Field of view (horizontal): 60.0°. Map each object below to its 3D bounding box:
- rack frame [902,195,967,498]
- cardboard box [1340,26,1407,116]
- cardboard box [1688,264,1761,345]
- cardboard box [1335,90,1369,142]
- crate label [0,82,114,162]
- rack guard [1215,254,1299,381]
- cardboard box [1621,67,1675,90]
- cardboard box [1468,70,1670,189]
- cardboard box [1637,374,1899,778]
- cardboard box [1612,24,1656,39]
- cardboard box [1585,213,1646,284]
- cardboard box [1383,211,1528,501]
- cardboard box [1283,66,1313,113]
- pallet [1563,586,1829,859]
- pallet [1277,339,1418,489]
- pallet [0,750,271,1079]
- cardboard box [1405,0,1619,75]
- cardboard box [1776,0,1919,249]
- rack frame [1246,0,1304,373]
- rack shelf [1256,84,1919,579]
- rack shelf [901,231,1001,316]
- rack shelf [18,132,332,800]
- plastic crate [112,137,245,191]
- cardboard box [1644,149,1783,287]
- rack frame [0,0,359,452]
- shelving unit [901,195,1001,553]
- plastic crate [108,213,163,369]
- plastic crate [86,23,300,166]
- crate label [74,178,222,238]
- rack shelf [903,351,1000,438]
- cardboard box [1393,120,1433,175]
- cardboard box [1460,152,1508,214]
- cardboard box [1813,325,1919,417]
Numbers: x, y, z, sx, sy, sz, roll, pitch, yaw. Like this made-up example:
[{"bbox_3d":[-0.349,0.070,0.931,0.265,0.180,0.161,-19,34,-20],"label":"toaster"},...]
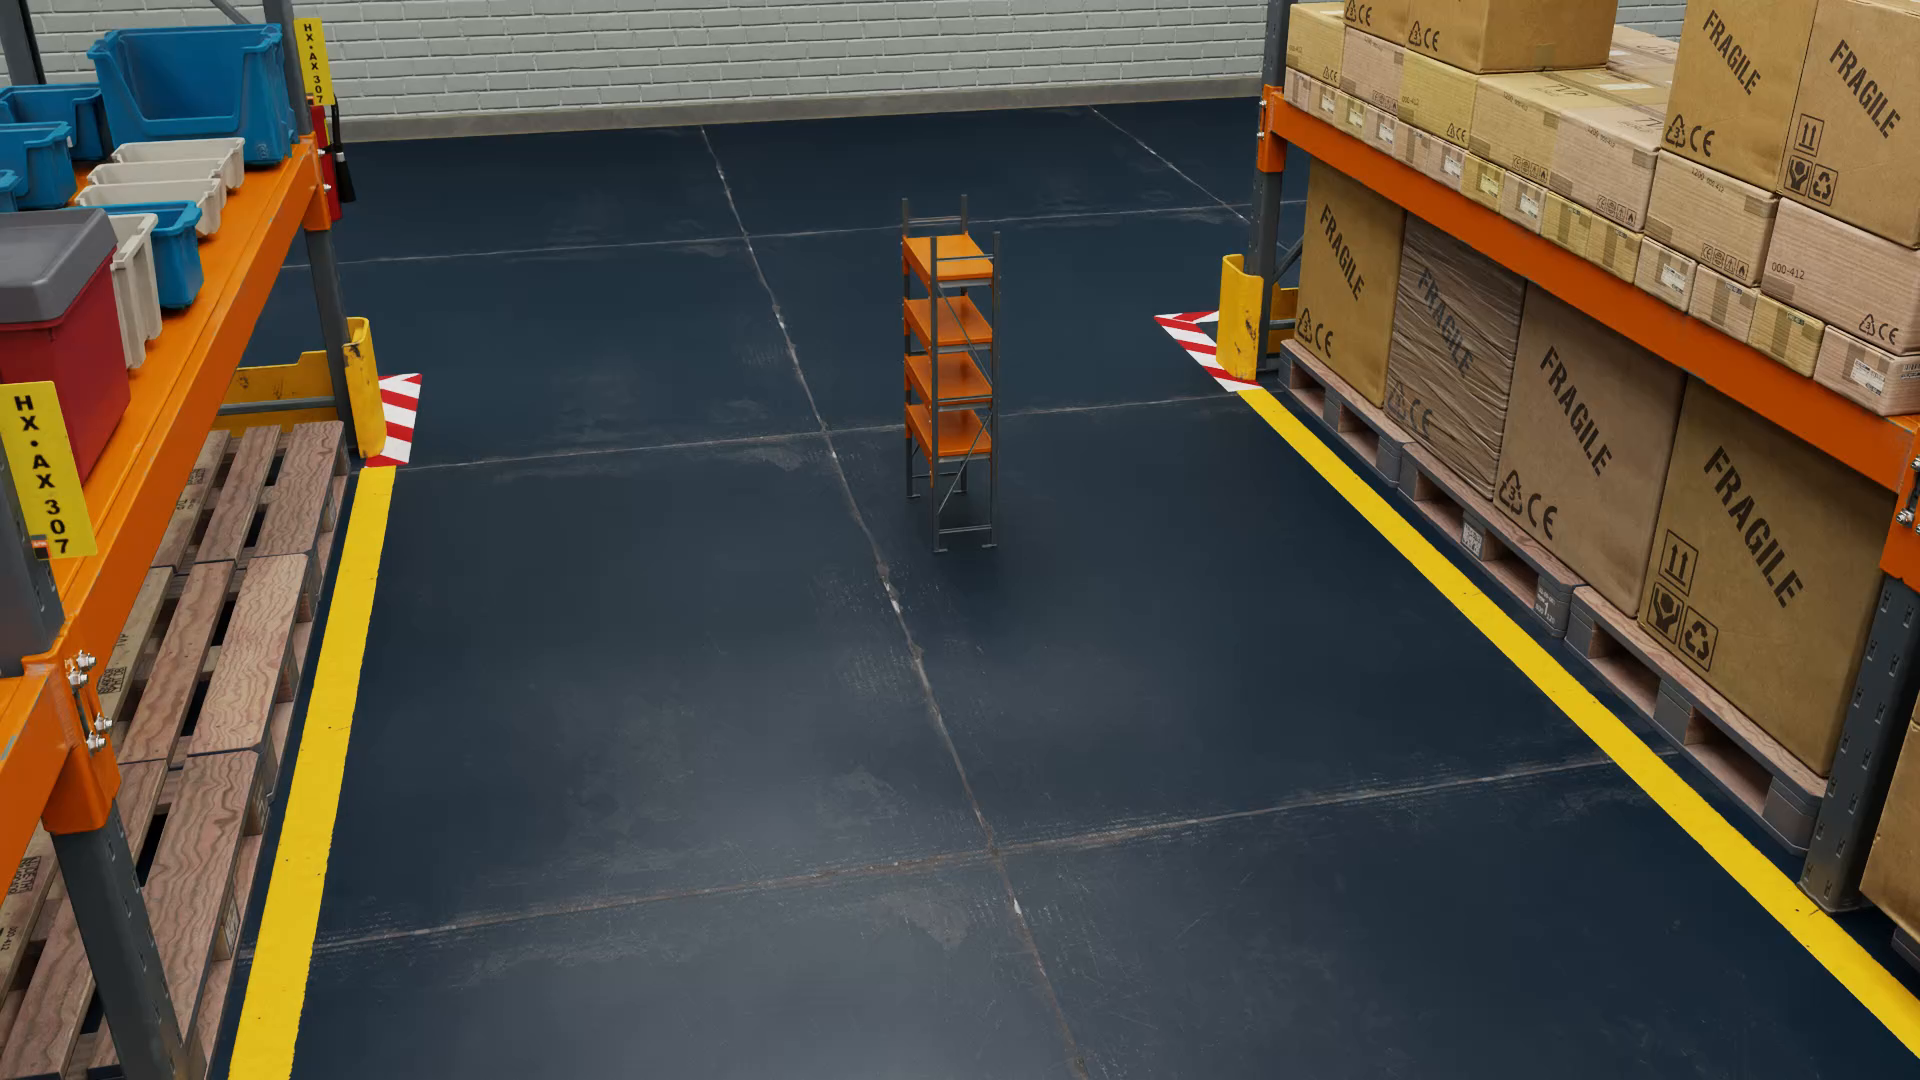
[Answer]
[{"bbox_3d":[-0.092,-0.715,6.336,0.240,1.200,0.015,-6,27,-12],"label":"rack frame"},{"bbox_3d":[1.792,-1.796,6.315,0.500,0.250,0.500,-6,27,-12],"label":"cardboard box"},{"bbox_3d":[2.221,-0.654,4.495,0.380,0.149,0.250,-6,27,-12],"label":"cardboard box"},{"bbox_3d":[1.699,-1.669,6.507,0.380,0.149,0.250,-7,28,-13],"label":"cardboard box"},{"bbox_3d":[-3.267,-1.503,6.018,0.416,0.233,0.303,-6,27,-12],"label":"crate label"},{"bbox_3d":[1.818,-1.090,7.855,1.175,0.500,0.348,-6,27,-12],"label":"rack guard"},{"bbox_3d":[2.541,-1.401,5.533,0.500,0.250,0.500,-6,27,-12],"label":"cardboard box"},{"bbox_3d":[2.024,-1.346,5.425,0.500,0.250,0.500,-6,27,-13],"label":"cardboard box"},{"bbox_3d":[2.654,0.024,4.766,0.875,0.875,0.875,-6,27,-12],"label":"cardboard box"},{"bbox_3d":[2.305,-1.853,6.428,0.500,0.250,0.500,-6,27,-12],"label":"cardboard box"},{"bbox_3d":[2.105,-0.880,4.943,0.380,0.149,0.250,-5,27,-11],"label":"cardboard box"},{"bbox_3d":[2.251,-0.762,6.323,0.875,0.875,0.875,-6,27,-12],"label":"cardboard box"},{"bbox_3d":[1.582,-1.894,6.952,0.380,0.149,0.250,-6,27,-11],"label":"cardboard box"},{"bbox_3d":[2.630,0.464,5.097,1.003,0.211,1.213,-6,27,-12],"label":"pallet"},{"bbox_3d":[2.080,-0.608,7.220,1.003,0.211,1.213,-6,27,-12],"label":"pallet"},{"bbox_3d":[-2.304,0.989,4.055,1.003,0.211,1.213,-6,27,-12],"label":"pallet"},{"bbox_3d":[1.904,-1.912,5.713,0.500,0.500,0.500,-7,28,-13],"label":"cardboard box"},{"bbox_3d":[2.361,-1.015,3.936,0.500,0.500,0.500,-5,27,-10],"label":"cardboard box"},{"bbox_3d":[1.823,-2.196,7.271,1.000,3.000,0.127,-6,27,-12],"label":"rack frame"},{"bbox_3d":[2.274,-0.996,5.694,1.077,0.370,4.000,-6,27,-12],"label":"rack shelf"},{"bbox_3d":[-0.037,-0.959,5.947,0.258,0.148,0.480,-6,27,-12],"label":"rack shelf"},{"bbox_3d":[-2.551,-0.493,4.697,1.077,0.370,4.000,-6,27,-12],"label":"rack shelf"},{"bbox_3d":[-2.642,-1.262,5.648,0.396,0.136,0.243,-6,27,-12],"label":"plastic crate"},{"bbox_3d":[2.251,-0.899,4.539,0.500,0.250,0.500,-5,27,-10],"label":"cardboard box"},{"bbox_3d":[-3.002,-1.693,6.274,1.000,3.000,0.127,-6,27,-12],"label":"rack frame"},{"bbox_3d":[-0.037,-0.608,6.124,0.258,1.200,0.503,-6,27,-12],"label":"shelving unit"},{"bbox_3d":[-2.265,-0.600,4.174,0.437,0.282,0.530,-6,27,-12],"label":"plastic crate"},{"bbox_3d":[-2.745,-1.607,5.999,0.616,0.435,0.499,-6,27,-12],"label":"plastic crate"},{"bbox_3d":[-2.504,-1.014,5.155,0.396,0.136,0.243,-6,27,-12],"label":"crate label"},{"bbox_3d":[-0.037,-0.548,6.154,0.258,0.148,0.480,-6,27,-12],"label":"rack shelf"},{"bbox_3d":[1.815,-1.443,6.059,0.380,0.149,0.250,-6,27,-13],"label":"cardboard box"},{"bbox_3d":[1.930,-1.219,5.615,0.380,0.149,0.250,-7,28,-13],"label":"cardboard box"},{"bbox_3d":[2.337,-0.428,4.048,0.380,0.149,0.250,-6,27,-11],"label":"cardboard box"}]
